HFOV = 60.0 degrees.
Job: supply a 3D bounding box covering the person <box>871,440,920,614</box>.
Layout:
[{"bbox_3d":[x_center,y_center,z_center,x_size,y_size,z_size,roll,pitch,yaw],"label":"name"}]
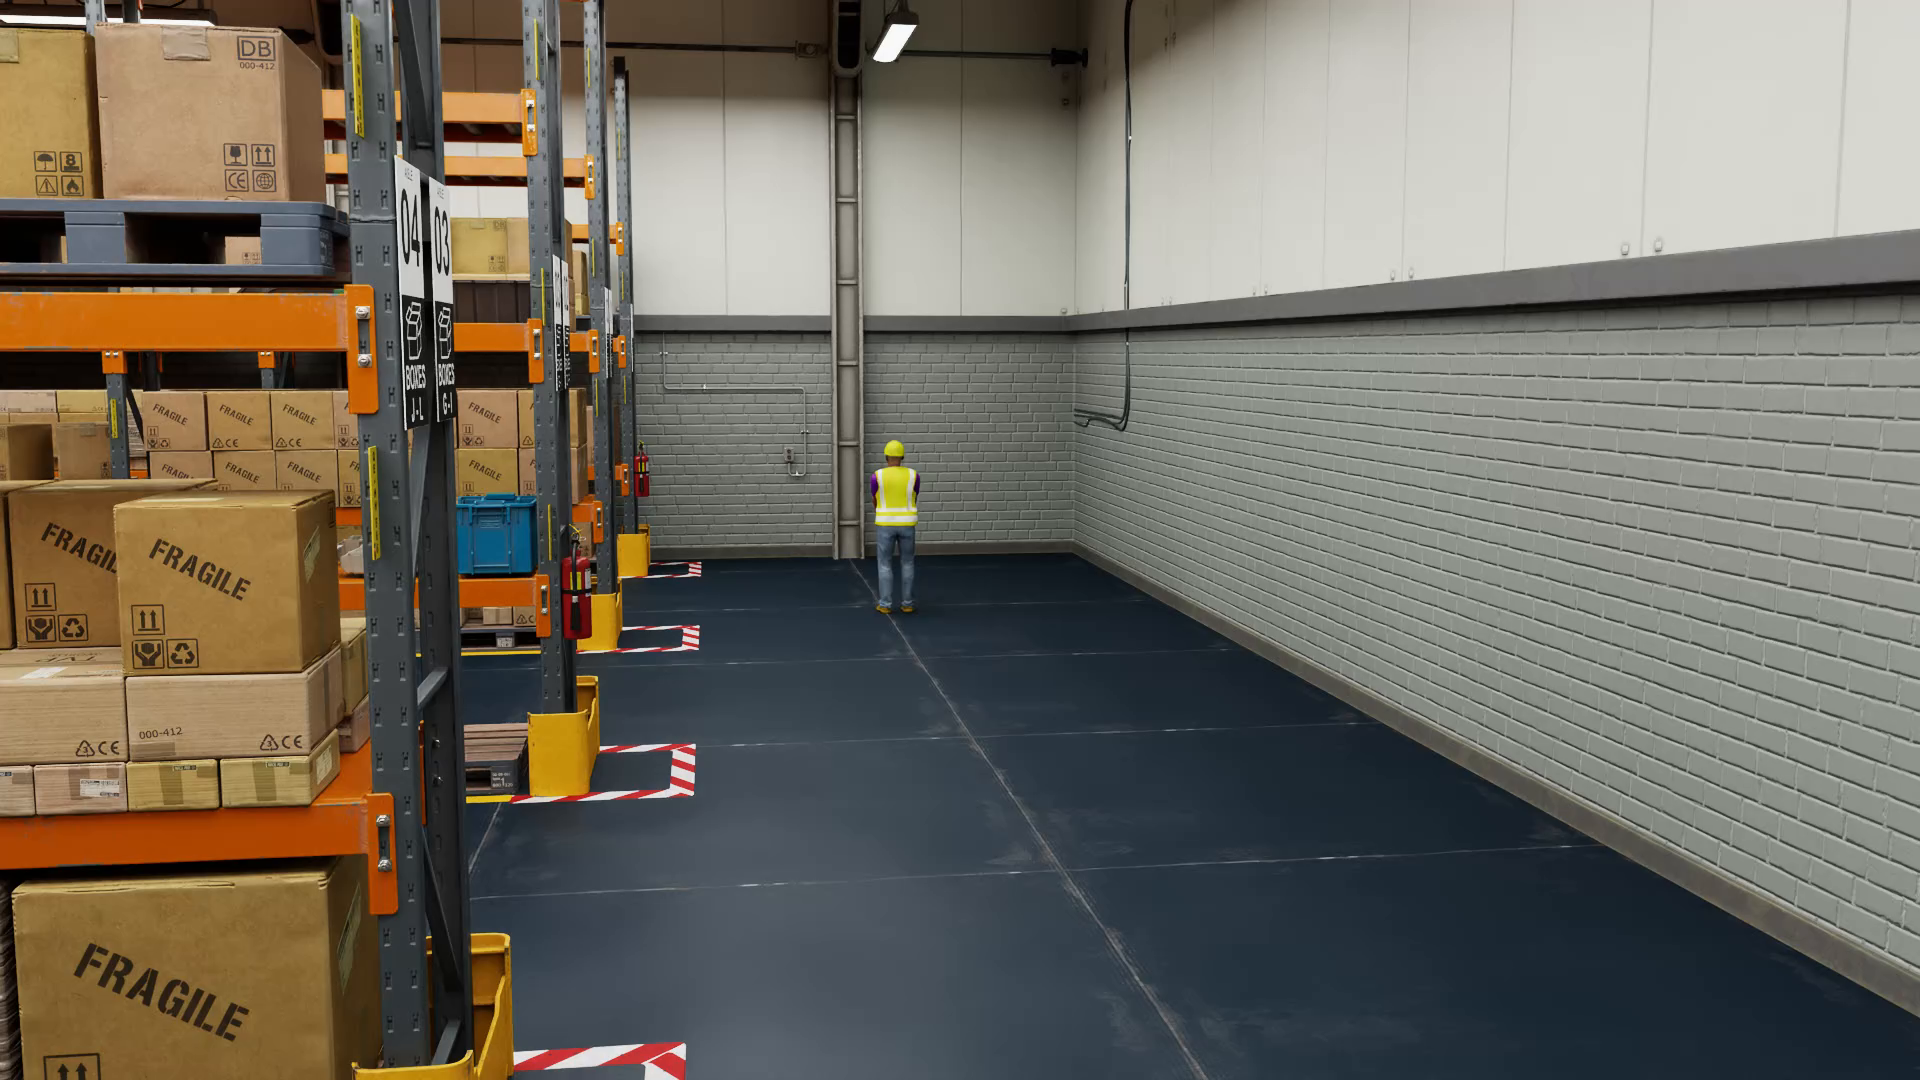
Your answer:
[{"bbox_3d":[-0.669,-0.148,16.947,0.503,1.760,0.577,-1,7,-8],"label":"person"}]
